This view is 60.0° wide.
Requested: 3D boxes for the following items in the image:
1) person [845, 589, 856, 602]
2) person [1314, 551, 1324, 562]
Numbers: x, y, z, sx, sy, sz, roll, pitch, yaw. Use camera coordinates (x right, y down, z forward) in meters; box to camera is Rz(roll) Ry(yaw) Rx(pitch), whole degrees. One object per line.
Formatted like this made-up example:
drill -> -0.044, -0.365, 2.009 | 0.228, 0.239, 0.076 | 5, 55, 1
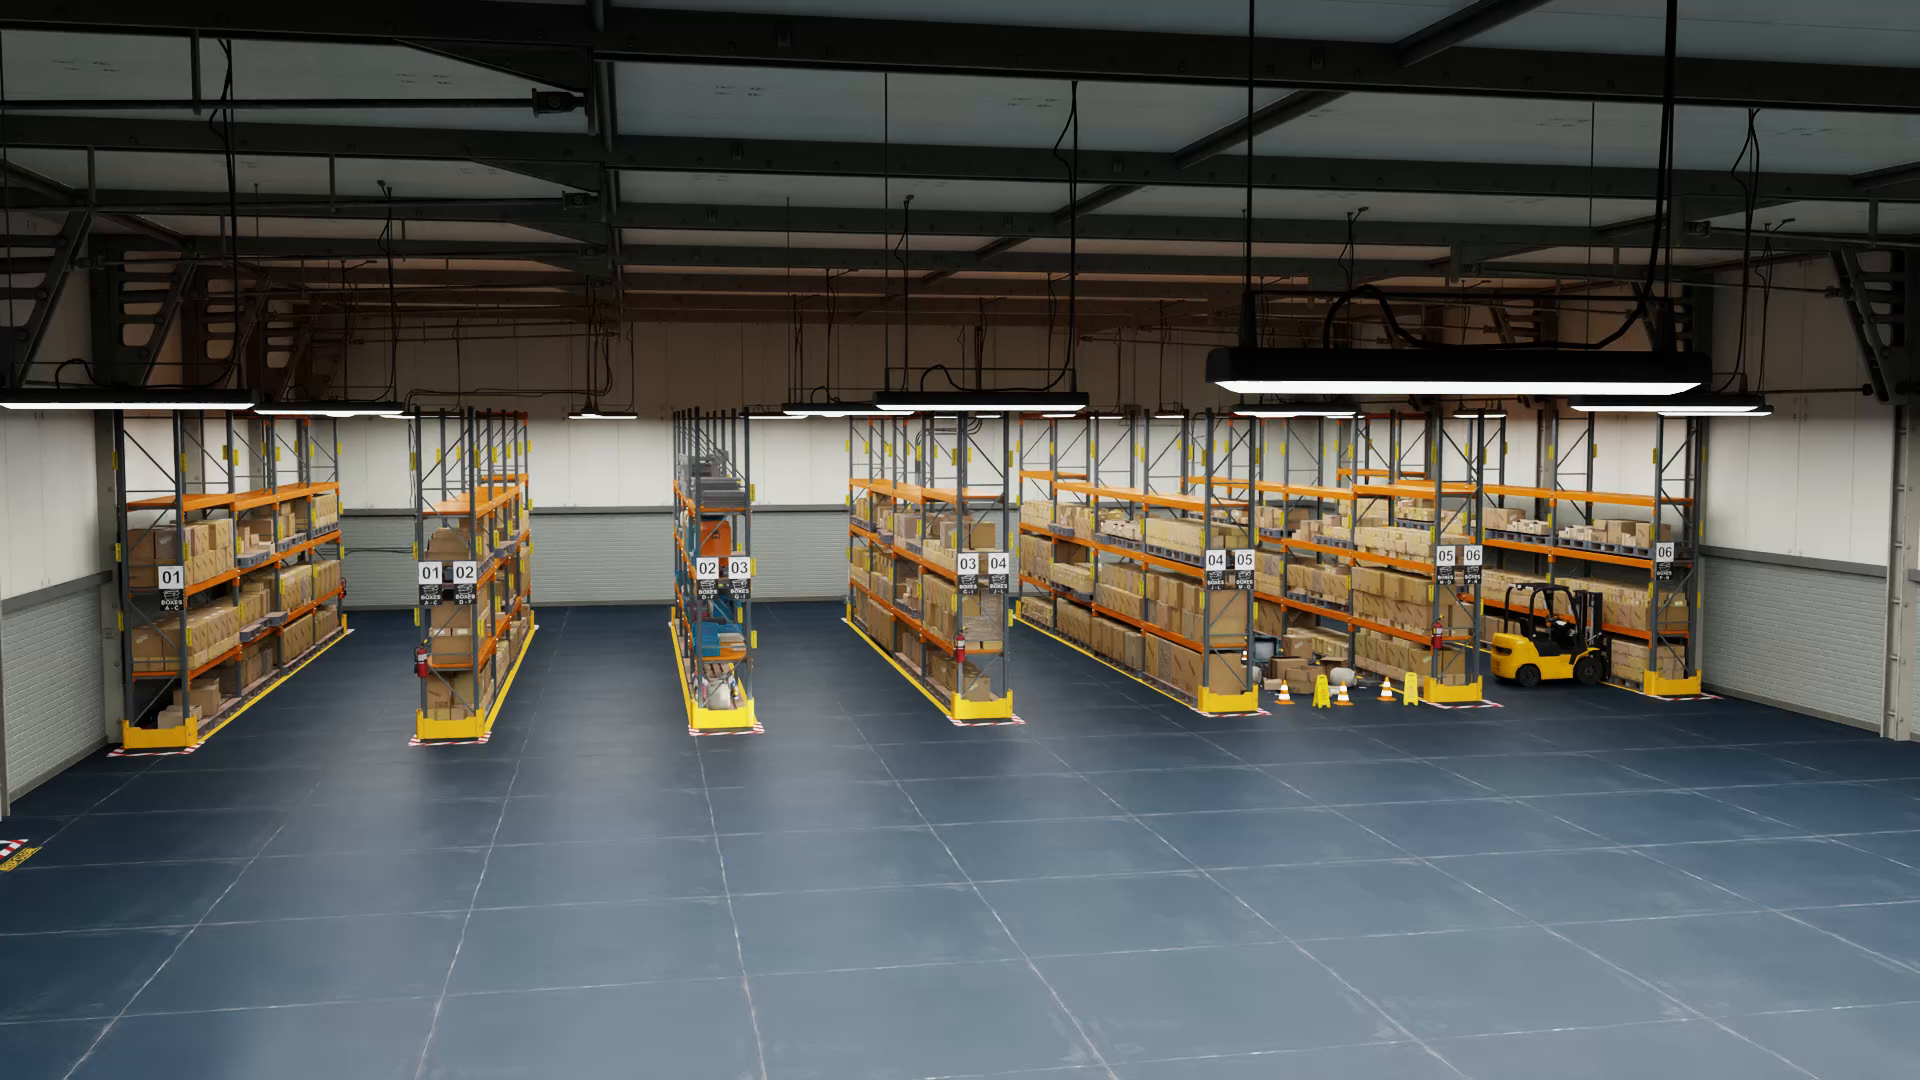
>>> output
person -> -3.112, 1.210, 51.968 | 1.009, 1.622, 0.462 | 1, 4, 10
person -> 11.153, 1.134, 51.901 | 0.737, 1.765, 0.588 | -1, 4, -12
